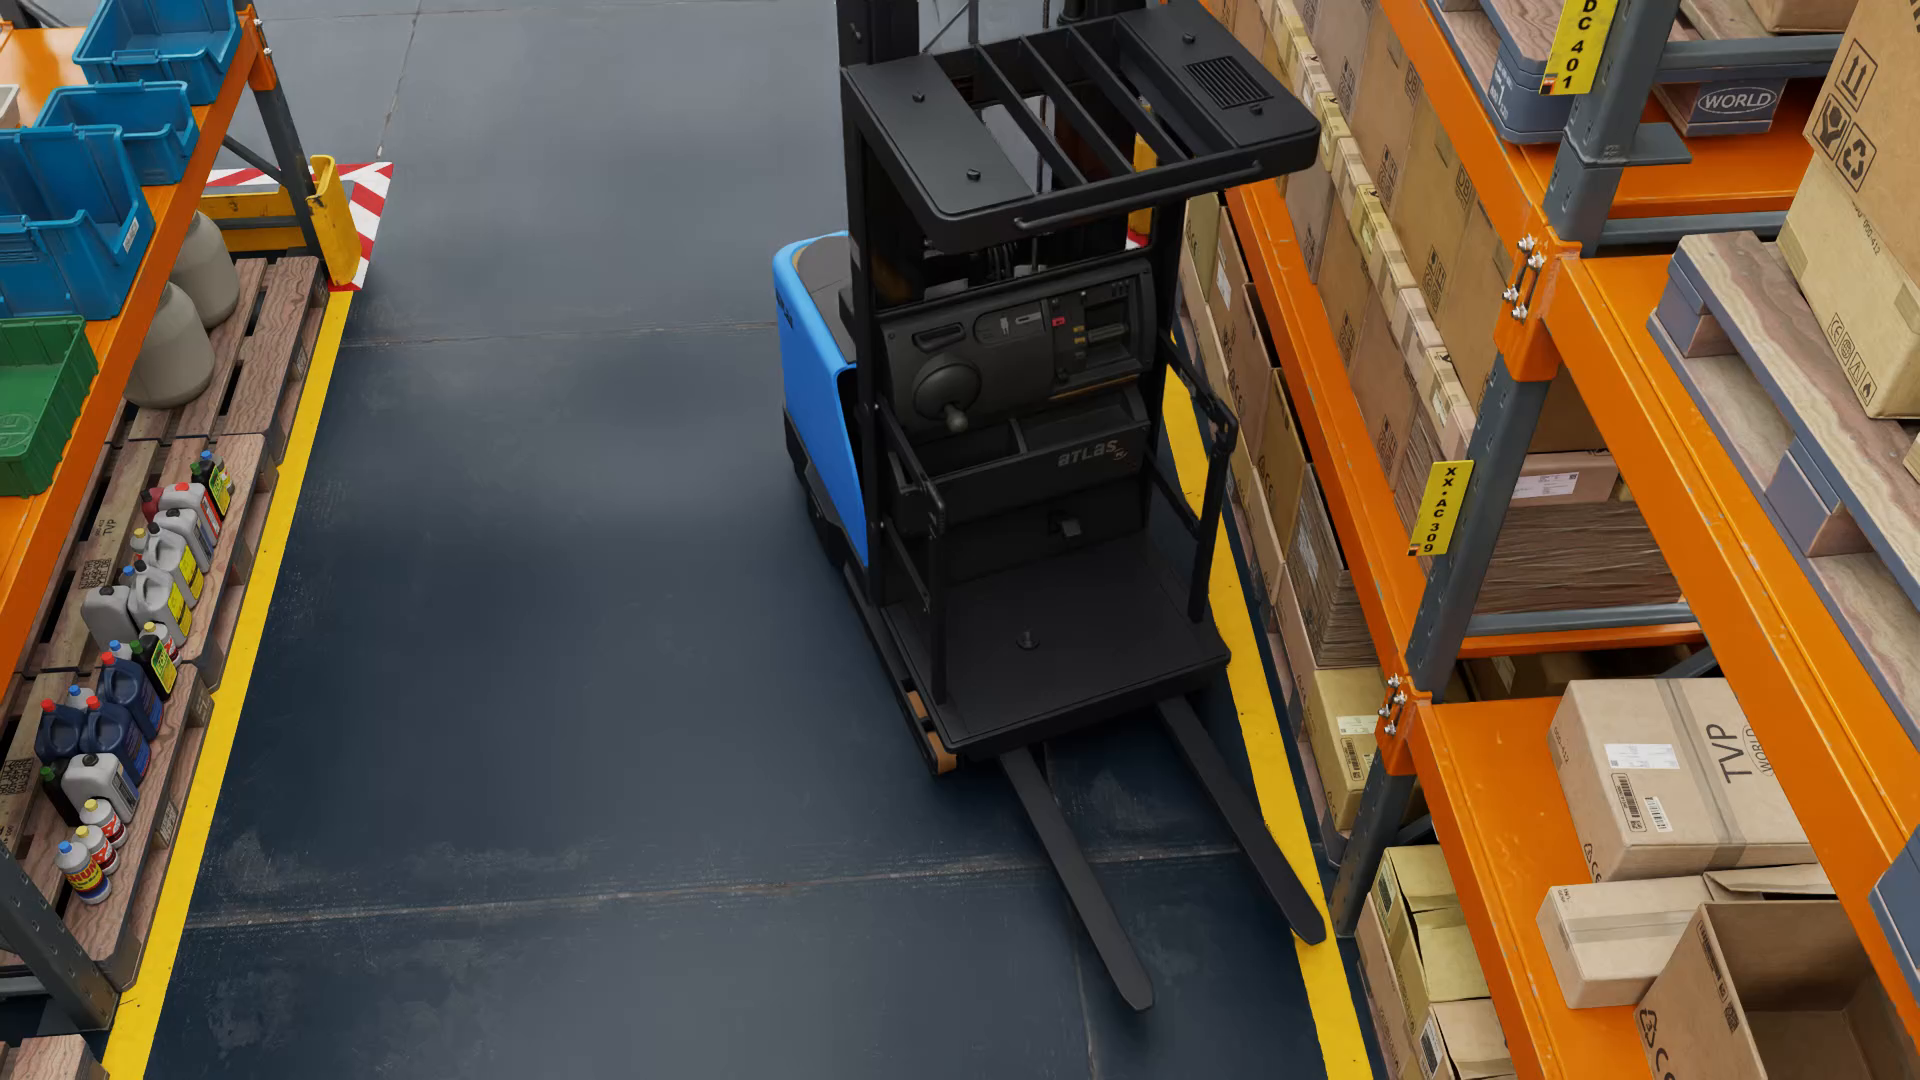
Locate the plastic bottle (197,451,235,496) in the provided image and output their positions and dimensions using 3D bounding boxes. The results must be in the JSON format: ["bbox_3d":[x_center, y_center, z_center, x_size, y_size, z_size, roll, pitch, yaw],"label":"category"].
[{"bbox_3d":[-2.944,-0.268,6.562,0.097,0.201,0.097,0,47,0],"label":"plastic bottle"}]

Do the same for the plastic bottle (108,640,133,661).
[{"bbox_3d":[-2.919,0.450,5.834,0.097,0.271,0.097,0,47,0],"label":"plastic bottle"}]

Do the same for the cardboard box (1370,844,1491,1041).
[{"bbox_3d":[1.523,1.137,4.826,0.500,0.311,0.500,-3,47,-3],"label":"cardboard box"}]

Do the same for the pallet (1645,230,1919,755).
[{"bbox_3d":[1.824,-0.114,2.858,0.805,0.209,1.217,-5,47,-5],"label":"pallet"}]

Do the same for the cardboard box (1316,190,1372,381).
[{"bbox_3d":[1.605,-0.885,5.453,0.700,0.500,0.500,-3,47,-3],"label":"cardboard box"}]

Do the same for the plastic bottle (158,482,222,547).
[{"bbox_3d":[-2.950,-0.110,6.361,0.152,0.276,0.135,-3,47,-3],"label":"plastic bottle"}]

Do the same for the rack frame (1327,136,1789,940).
[{"bbox_3d":[1.737,0.215,4.481,1.000,3.000,0.127,-3,47,-3],"label":"rack frame"}]

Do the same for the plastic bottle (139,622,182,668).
[{"bbox_3d":[-2.870,0.372,5.956,0.097,0.201,0.097,0,47,0],"label":"plastic bottle"}]

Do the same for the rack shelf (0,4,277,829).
[{"bbox_3d":[-3.367,-0.687,5.830,1.077,0.370,4.000,-3,47,-3],"label":"rack shelf"}]

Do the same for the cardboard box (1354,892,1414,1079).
[{"bbox_3d":[1.524,1.323,5.036,0.500,0.250,0.500,-5,47,-4],"label":"cardboard box"}]

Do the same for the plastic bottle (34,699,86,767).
[{"bbox_3d":[-2.997,0.672,5.569,0.144,0.351,0.185,-3,47,-3],"label":"plastic bottle"}]

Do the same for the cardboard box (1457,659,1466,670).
[{"bbox_3d":[1.963,0.300,6.005,0.500,0.250,0.500,-3,47,-3],"label":"cardboard box"}]

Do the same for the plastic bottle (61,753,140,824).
[{"bbox_3d":[-2.844,0.809,5.491,0.152,0.276,0.135,-2,47,-2],"label":"plastic bottle"}]

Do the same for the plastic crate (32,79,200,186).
[{"bbox_3d":[-3.145,-1.516,6.222,0.499,0.251,0.408,-3,47,-3],"label":"plastic crate"}]

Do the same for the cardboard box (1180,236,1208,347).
[{"bbox_3d":[1.271,-1.115,7.345,0.500,0.250,0.500,-3,47,-3],"label":"cardboard box"}]

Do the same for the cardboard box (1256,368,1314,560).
[{"bbox_3d":[1.404,-0.288,6.045,0.500,0.500,0.500,-3,47,-3],"label":"cardboard box"}]

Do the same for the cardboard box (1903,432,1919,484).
[{"bbox_3d":[1.828,-0.066,2.495,0.500,0.250,0.500,-8,47,-7],"label":"cardboard box"}]

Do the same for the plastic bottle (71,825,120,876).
[{"bbox_3d":[-2.798,0.993,5.368,0.097,0.201,0.097,0,47,0],"label":"plastic bottle"}]

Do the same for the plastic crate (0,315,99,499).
[{"bbox_3d":[-3.032,-0.413,5.222,0.450,0.188,0.662,-3,47,-3],"label":"plastic crate"}]

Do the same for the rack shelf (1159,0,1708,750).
[{"bbox_3d":[1.570,-0.985,6.112,1.077,0.370,4.000,-3,47,-3],"label":"rack shelf"}]

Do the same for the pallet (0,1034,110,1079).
[{"bbox_3d":[-3.095,2.038,4.675,1.003,0.211,1.213,-3,47,-3],"label":"pallet"}]

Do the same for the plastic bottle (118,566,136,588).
[{"bbox_3d":[-3.037,0.175,6.143,0.097,0.201,0.097,0,47,0],"label":"plastic bottle"}]

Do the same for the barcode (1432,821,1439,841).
[{"bbox_3d":[1.343,0.803,4.681,0.001,0.075,0.075,-3,47,-3],"label":"barcode"}]

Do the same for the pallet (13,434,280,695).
[{"bbox_3d":[-3.319,0.099,6.511,1.003,0.211,1.213,-3,47,-3],"label":"pallet"}]

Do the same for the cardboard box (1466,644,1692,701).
[{"bbox_3d":[2.010,0.403,5.390,0.500,0.500,0.500,-3,47,-3],"label":"cardboard box"}]

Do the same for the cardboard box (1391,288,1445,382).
[{"bbox_3d":[1.458,-0.595,4.732,0.380,0.149,0.250,-5,47,-4],"label":"cardboard box"}]

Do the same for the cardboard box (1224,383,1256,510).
[{"bbox_3d":[1.349,-0.391,6.659,0.500,0.250,0.500,-3,47,-3],"label":"cardboard box"}]

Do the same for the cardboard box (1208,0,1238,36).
[{"bbox_3d":[1.428,-2.375,6.865,0.700,0.500,0.500,-3,47,-3],"label":"cardboard box"}]

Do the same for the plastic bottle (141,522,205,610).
[{"bbox_3d":[-2.920,0.085,6.125,0.144,0.351,0.185,-2,47,-2],"label":"plastic bottle"}]

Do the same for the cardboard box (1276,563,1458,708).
[{"bbox_3d":[1.448,0.331,5.975,0.500,0.250,0.500,-3,47,-3],"label":"cardboard box"}]

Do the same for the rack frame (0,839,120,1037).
[{"bbox_3d":[-3.199,0.513,4.198,1.000,3.000,0.127,-3,47,-3],"label":"rack frame"}]

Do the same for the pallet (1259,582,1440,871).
[{"bbox_3d":[1.712,0.595,6.041,1.003,0.211,1.213,-3,47,-3],"label":"pallet"}]

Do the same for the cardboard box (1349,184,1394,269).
[{"bbox_3d":[1.417,-0.963,5.080,0.380,0.149,0.250,-4,47,-3],"label":"cardboard box"}]

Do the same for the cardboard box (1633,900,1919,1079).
[{"bbox_3d":[1.829,1.118,3.556,0.500,0.500,0.500,0,47,0],"label":"cardboard box"}]

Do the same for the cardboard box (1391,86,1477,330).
[{"bbox_3d":[1.650,-0.952,4.623,0.700,0.500,0.500,-4,47,-3],"label":"cardboard box"}]

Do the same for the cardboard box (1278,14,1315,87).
[{"bbox_3d":[1.330,-1.708,5.786,0.380,0.149,0.250,-4,47,-4],"label":"cardboard box"}]

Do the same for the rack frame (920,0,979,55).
[{"bbox_3d":[-0.170,-1.935,7.549,0.500,1.500,0.032,0,47,0],"label":"rack frame"}]

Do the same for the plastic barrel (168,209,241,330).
[{"bbox_3d":[-3.403,-1.199,7.243,0.421,0.512,0.421,0,47,0],"label":"plastic barrel"}]

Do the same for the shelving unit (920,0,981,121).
[{"bbox_3d":[-0.170,-1.559,7.193,0.587,1.500,1.083,0,47,0],"label":"shelving unit"}]

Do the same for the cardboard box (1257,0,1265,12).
[{"bbox_3d":[1.284,-2.086,6.144,0.380,0.149,0.250,-4,47,-4],"label":"cardboard box"}]

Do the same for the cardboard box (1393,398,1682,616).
[{"bbox_3d":[1.694,-0.140,4.748,0.700,0.500,0.500,-5,47,-4],"label":"cardboard box"}]

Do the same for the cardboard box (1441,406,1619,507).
[{"bbox_3d":[1.501,-0.227,4.383,0.380,0.149,0.250,-4,47,-3],"label":"cardboard box"}]

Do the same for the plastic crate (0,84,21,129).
[{"bbox_3d":[-3.780,-1.623,6.403,0.298,0.136,0.250,-3,47,-3],"label":"plastic crate"}]

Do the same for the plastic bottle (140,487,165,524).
[{"bbox_3d":[-3.056,-0.105,6.352,0.061,0.283,0.133,-3,47,-3],"label":"plastic bottle"}]

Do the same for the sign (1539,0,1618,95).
[{"bbox_3d":[1.184,-0.987,3.142,0.100,0.325,0.005,-3,47,-3],"label":"sign"}]

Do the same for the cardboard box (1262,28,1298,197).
[{"bbox_3d":[1.513,-1.636,6.165,0.700,0.500,0.500,-3,47,-3],"label":"cardboard box"}]

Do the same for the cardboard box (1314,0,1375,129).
[{"bbox_3d":[1.567,-1.676,5.309,0.700,0.500,0.500,-3,47,-3],"label":"cardboard box"}]

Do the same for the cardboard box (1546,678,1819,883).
[{"bbox_3d":[1.822,0.620,4.200,0.500,0.250,0.500,-1,47,-1],"label":"cardboard box"}]

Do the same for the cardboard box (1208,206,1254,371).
[{"bbox_3d":[1.324,-1.012,6.731,0.500,0.500,0.500,-3,47,-3],"label":"cardboard box"}]

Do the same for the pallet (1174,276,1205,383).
[{"bbox_3d":[1.508,-1.170,7.713,1.003,0.211,1.213,-3,47,-3],"label":"pallet"}]

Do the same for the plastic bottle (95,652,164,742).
[{"bbox_3d":[-2.869,0.527,5.707,0.144,0.351,0.185,-5,47,-5],"label":"plastic bottle"}]

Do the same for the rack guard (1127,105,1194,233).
[{"bbox_3d":[1.400,-1.837,8.146,1.175,0.500,0.348,-3,47,-3],"label":"rack guard"}]

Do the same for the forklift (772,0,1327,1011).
[{"bbox_3d":[0.286,-0.525,5.228,1.130,2.935,3.031,-16,49,-15],"label":"forklift"}]

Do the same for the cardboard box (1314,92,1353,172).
[{"bbox_3d":[1.371,-1.337,5.435,0.380,0.149,0.250,-2,47,-2],"label":"cardboard box"}]

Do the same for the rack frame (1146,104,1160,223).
[{"bbox_3d":[1.402,-2.679,7.222,1.000,3.000,0.127,-3,47,-3],"label":"rack frame"}]

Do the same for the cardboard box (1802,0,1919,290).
[{"bbox_3d":[1.749,-0.719,2.597,0.500,0.500,0.500,-3,47,-3],"label":"cardboard box"}]
